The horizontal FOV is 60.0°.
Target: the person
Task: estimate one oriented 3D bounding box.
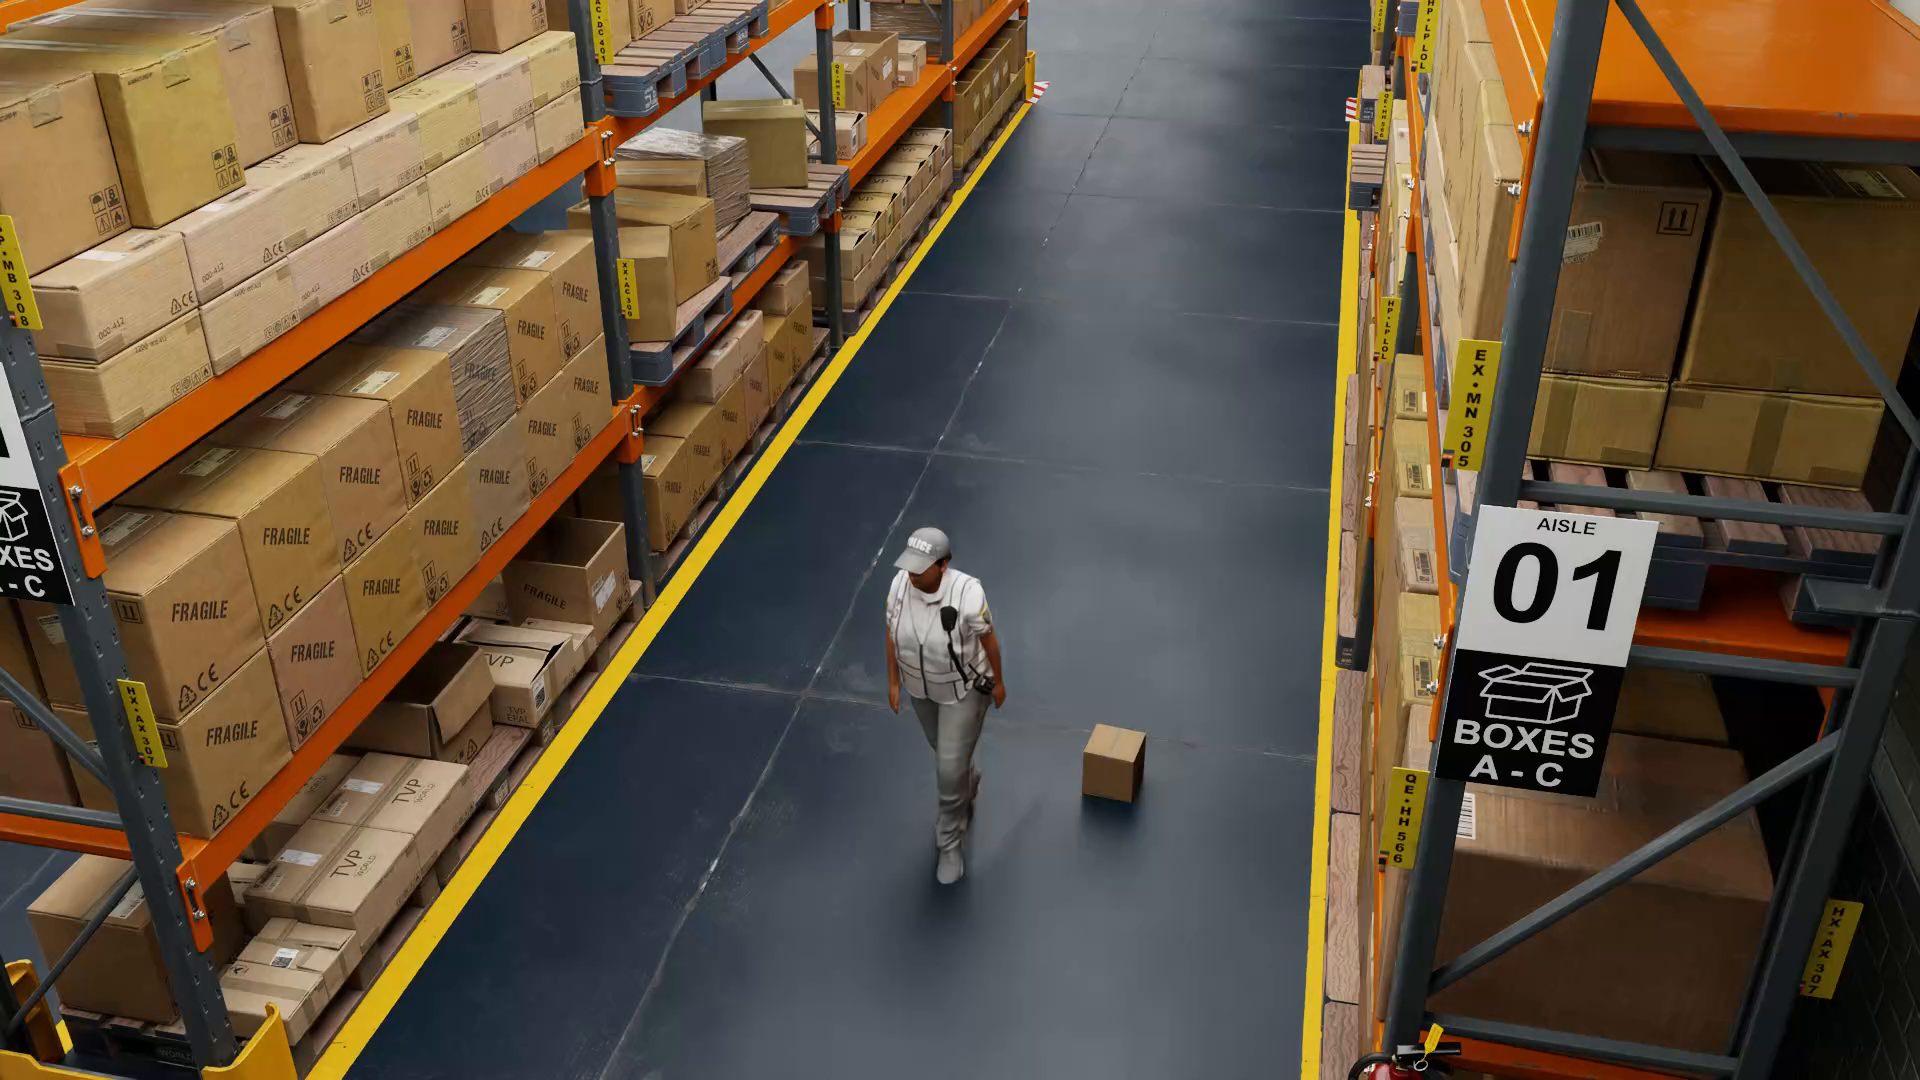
[{"bbox_3d":[-0.081,0.663,7.452,0.507,1.695,0.652,16,33,26],"label":"person"}]
